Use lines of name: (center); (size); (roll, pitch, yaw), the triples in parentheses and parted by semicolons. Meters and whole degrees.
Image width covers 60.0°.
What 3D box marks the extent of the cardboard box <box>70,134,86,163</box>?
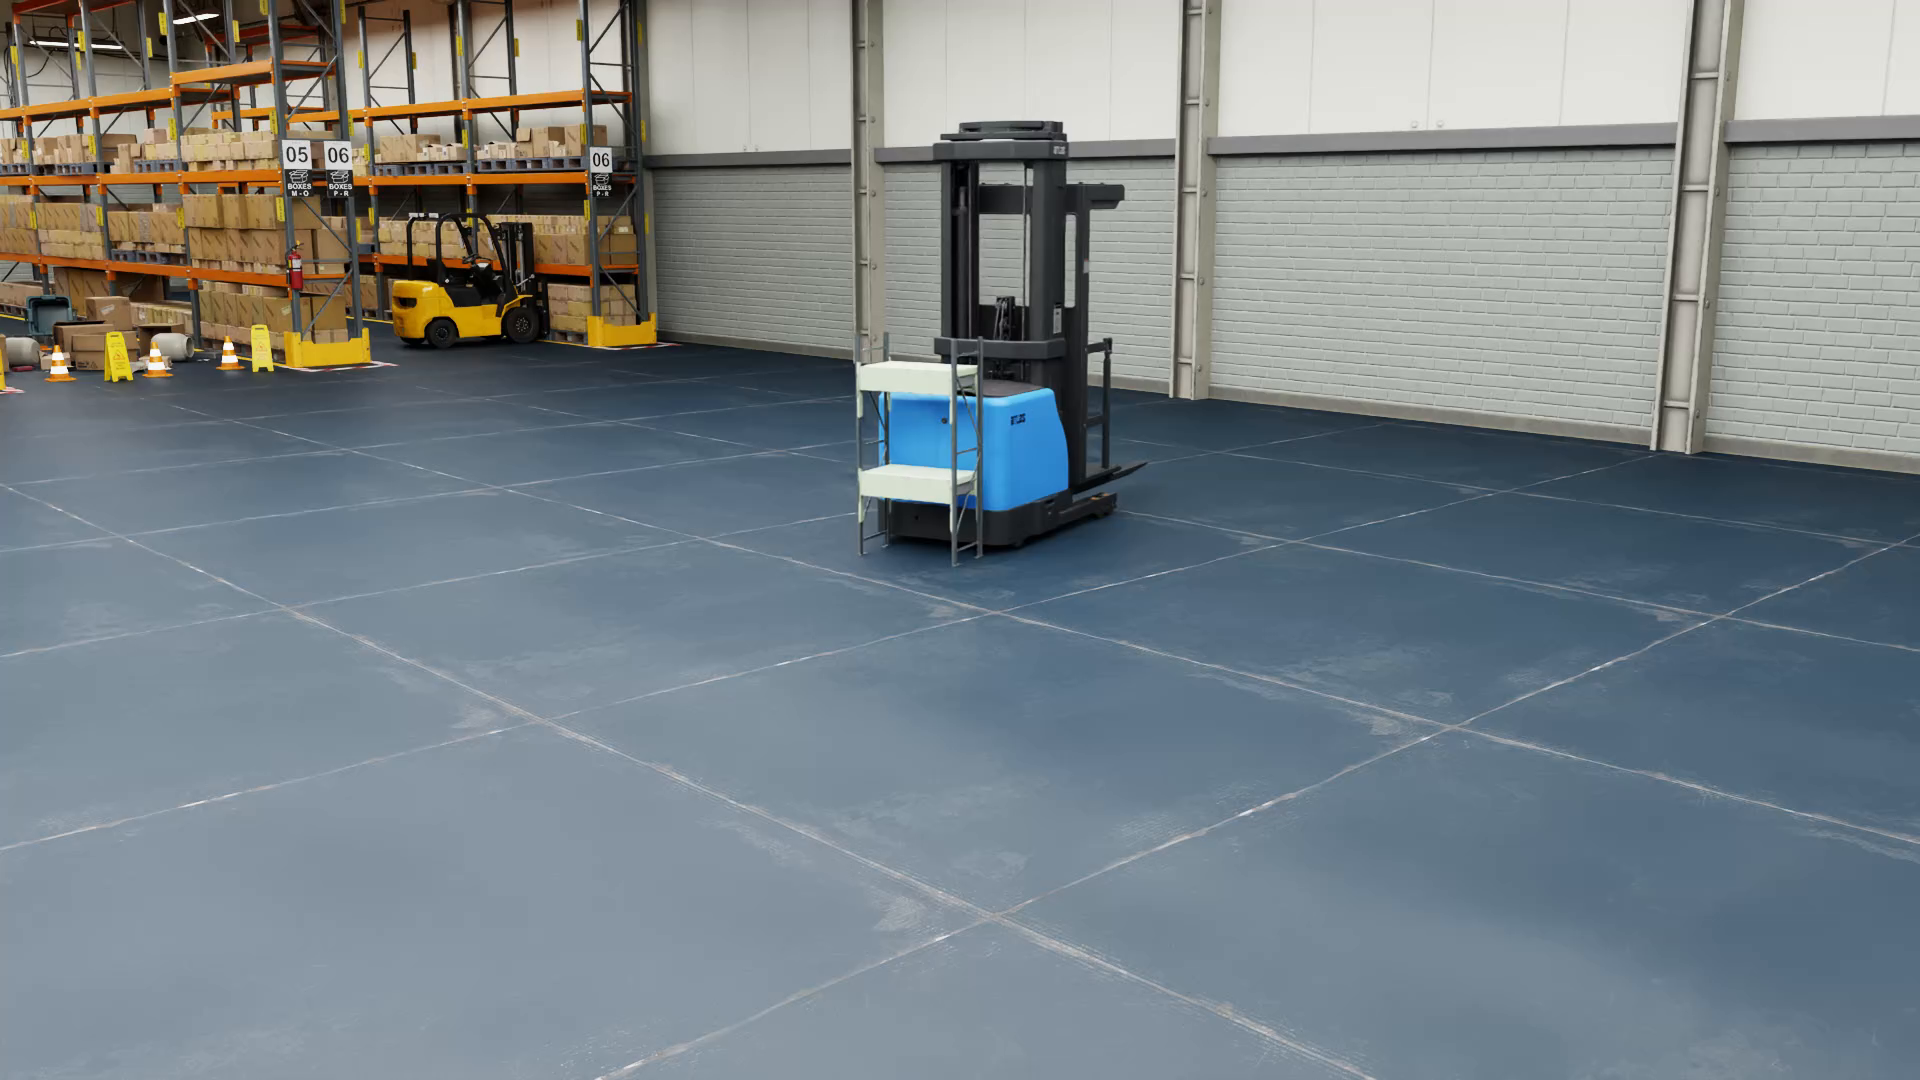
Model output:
cardboard box: (-15.580, -7.056, 30.004); (0.500, 0.500, 0.700); (11, 16, 42)

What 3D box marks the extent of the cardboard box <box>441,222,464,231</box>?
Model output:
cardboard box: (-9.405, -5.806, 30.805); (0.250, 0.149, 0.380); (11, 16, 43)

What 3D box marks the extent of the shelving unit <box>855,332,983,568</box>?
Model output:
shelving unit: (-0.273, -0.624, 11.221); (0.755, 1.500, 0.431); (6, 13, 28)

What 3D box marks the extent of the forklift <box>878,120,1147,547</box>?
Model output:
forklift: (0.560, -1.638, 12.596); (1.130, 2.935, 3.031); (6, 13, 28)

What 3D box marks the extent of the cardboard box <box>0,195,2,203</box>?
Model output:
cardboard box: (-19.353, -6.956, 33.909); (0.380, 0.149, 0.250); (-11, 16, -42)

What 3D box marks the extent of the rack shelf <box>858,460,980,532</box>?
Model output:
rack shelf: (-0.273, -0.304, 11.287); (0.720, 0.370, 0.431); (6, 13, 28)

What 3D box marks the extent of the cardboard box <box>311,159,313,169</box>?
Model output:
cardboard box: (-9.474, -5.512, 24.422); (0.250, 0.149, 0.380); (11, 16, 43)

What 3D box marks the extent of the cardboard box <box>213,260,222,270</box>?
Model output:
cardboard box: (-11.448, -4.312, 26.028); (0.380, 0.149, 0.250); (-10, 15, -41)

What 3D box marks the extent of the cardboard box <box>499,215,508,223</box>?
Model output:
cardboard box: (-7.871, -5.634, 29.230); (0.380, 0.149, 0.250); (-10, 16, -41)

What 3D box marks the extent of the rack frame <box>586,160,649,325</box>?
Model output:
rack frame: (-5.646, -4.739, 27.479); (1.000, 3.000, 0.127); (-11, 16, -43)

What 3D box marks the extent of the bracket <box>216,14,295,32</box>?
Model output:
bracket: (-16.085, -11.806, 37.993); (0.076, 0.066, 4.783); (-11, 16, -43)

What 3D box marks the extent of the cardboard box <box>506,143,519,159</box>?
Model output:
cardboard box: (-7.603, -6.722, 28.715); (0.258, 0.266, 0.396); (11, 16, 44)

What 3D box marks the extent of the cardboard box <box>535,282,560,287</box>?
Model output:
cardboard box: (-7.247, -4.332, 28.801); (0.500, 0.250, 0.500); (-11, 16, -44)

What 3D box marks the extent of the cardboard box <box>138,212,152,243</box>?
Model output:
cardboard box: (-13.539, -5.291, 28.133); (0.500, 0.500, 0.500); (11, 16, 43)

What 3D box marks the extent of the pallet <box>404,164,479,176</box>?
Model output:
pallet: (-9.863, -7.034, 31.652); (1.003, 0.211, 1.213); (-10, 15, -40)

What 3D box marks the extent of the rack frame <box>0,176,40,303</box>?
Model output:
rack frame: (-20.283, -6.382, 35.454); (1.000, 3.000, 0.127); (-11, 16, -43)

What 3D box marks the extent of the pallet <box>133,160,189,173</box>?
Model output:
pallet: (-13.064, -6.263, 27.911); (1.213, 0.211, 1.003); (-11, 16, -43)

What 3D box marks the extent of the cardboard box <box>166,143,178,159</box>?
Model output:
cardboard box: (-12.504, -6.297, 26.939); (0.500, 0.250, 0.500); (-11, 16, -44)

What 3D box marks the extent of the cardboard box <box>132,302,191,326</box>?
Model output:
cardboard box: (-13.860, -3.942, 29.085); (0.950, 0.372, 0.625); (-11, 16, -44)

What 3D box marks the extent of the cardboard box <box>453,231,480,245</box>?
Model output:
cardboard box: (-8.933, -5.530, 30.453); (0.500, 0.250, 0.500); (-11, 16, -44)

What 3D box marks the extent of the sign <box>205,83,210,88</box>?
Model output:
sign: (-17.088, -10.433, 37.739); (0.100, 0.325, 0.005); (-11, 16, -43)

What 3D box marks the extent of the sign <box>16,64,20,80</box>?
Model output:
sign: (-19.881, -9.890, 35.103); (0.100, 0.325, 0.005); (-11, 16, -43)

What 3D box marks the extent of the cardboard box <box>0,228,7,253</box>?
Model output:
cardboard box: (-19.452, -6.174, 34.197); (0.500, 0.500, 0.500); (-11, 16, -43)

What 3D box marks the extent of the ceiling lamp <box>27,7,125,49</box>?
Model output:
ceiling lamp: (-20.231, -12.938, 37.943); (2.000, 3.185, 0.800); (-11, 16, -43)

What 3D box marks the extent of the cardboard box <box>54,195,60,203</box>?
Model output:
cardboard box: (-17.740, -6.772, 33.013); (0.380, 0.149, 0.250); (-11, 16, -42)

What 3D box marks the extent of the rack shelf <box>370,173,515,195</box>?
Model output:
rack shelf: (-9.790, -6.731, 31.500); (1.077, 0.370, 4.000); (-11, 16, -43)

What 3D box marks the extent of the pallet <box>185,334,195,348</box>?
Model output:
pallet: (-12.535, -3.378, 27.785); (1.003, 0.211, 1.213); (-11, 16, -43)

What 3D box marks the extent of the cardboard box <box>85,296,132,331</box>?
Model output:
cardboard box: (-13.263, -3.525, 25.904); (0.500, 0.500, 0.500); (-11, 16, -43)

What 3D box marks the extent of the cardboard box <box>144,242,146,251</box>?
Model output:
cardboard box: (-13.721, -5.028, 28.465); (0.380, 0.149, 0.250); (-10, 15, -40)

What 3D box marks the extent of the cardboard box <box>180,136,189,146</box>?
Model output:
cardboard box: (-12.015, -6.276, 26.151); (0.380, 0.149, 0.250); (-11, 16, -44)

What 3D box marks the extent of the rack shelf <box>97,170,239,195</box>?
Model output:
rack shelf: (-13.377, -6.039, 28.140); (1.077, 0.370, 4.000); (-11, 16, -43)

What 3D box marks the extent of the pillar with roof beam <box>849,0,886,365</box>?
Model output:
pillar with roof beam: (-4.445, -6.429, 20.815); (9.100, 9.000, 0.400); (-11, 16, -43)

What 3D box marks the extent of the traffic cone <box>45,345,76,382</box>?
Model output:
traffic cone: (-12.084, -2.375, 22.292); (0.336, 0.463, 0.334); (-11, 16, -43)

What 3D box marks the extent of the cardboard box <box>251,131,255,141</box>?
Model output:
cardboard box: (-10.159, -5.913, 24.393); (0.380, 0.149, 0.250); (-11, 16, -42)

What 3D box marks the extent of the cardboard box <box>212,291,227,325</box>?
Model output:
cardboard box: (-11.406, -3.656, 26.141); (0.500, 0.500, 0.500); (-10, 15, -40)

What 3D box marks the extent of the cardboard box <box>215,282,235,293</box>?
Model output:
cardboard box: (-11.385, -3.949, 25.954); (0.380, 0.149, 0.250); (-10, 15, -40)

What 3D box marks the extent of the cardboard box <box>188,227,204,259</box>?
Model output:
cardboard box: (-11.894, -4.722, 26.413); (0.500, 0.500, 0.500); (-11, 16, -43)

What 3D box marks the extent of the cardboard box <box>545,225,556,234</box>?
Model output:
cardboard box: (-6.803, -5.267, 28.187); (0.250, 0.149, 0.380); (11, 16, 43)

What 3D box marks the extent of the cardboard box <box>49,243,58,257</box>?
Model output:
cardboard box: (-17.049, -5.548, 31.779); (0.500, 0.250, 0.500); (11, 16, 44)

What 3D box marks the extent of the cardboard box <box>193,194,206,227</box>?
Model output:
cardboard box: (-11.512, -5.143, 25.977); (0.700, 0.500, 0.500); (-11, 16, -42)

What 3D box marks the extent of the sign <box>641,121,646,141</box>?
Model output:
sign: (-5.241, -6.751, 27.452); (0.100, 0.325, 0.005); (-11, 16, -43)

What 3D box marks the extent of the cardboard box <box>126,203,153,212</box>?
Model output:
cardboard box: (-14.922, -5.859, 30.190); (0.500, 0.500, 0.500); (11, 16, 43)

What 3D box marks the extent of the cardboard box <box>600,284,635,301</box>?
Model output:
cardboard box: (-5.841, -4.184, 28.082); (0.500, 0.250, 0.500); (-11, 16, -43)

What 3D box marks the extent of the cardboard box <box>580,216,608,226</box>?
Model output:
cardboard box: (-6.046, -5.274, 27.485); (0.380, 0.149, 0.250); (-11, 16, -42)

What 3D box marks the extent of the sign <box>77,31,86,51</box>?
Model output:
sign: (-15.157, -8.610, 28.693); (0.100, 0.325, 0.005); (-11, 16, -43)

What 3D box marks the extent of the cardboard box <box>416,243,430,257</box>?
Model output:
cardboard box: (-9.980, -5.510, 31.594); (0.500, 0.250, 0.500); (-10, 15, -41)

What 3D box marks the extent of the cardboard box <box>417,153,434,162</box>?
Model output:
cardboard box: (-9.920, -7.154, 31.103); (0.380, 0.149, 0.250); (-11, 16, -43)

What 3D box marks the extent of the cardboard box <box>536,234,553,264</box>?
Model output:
cardboard box: (-6.882, -4.975, 28.377); (0.500, 0.500, 0.500); (-11, 16, -44)

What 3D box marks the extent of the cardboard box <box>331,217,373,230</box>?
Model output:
cardboard box: (-12.432, -6.375, 34.125); (0.637, 0.503, 0.797); (11, 16, 44)

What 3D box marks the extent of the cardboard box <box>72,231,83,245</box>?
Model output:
cardboard box: (-16.002, -5.567, 30.632); (0.500, 0.250, 0.500); (11, 16, 44)

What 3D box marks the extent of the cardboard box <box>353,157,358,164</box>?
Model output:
cardboard box: (-11.918, -7.598, 33.307); (0.380, 0.149, 0.250); (-10, 16, -41)

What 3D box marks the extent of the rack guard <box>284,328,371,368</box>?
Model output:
rack guard: (-9.286, -2.833, 24.426); (1.175, 0.500, 0.348); (-11, 16, -43)
